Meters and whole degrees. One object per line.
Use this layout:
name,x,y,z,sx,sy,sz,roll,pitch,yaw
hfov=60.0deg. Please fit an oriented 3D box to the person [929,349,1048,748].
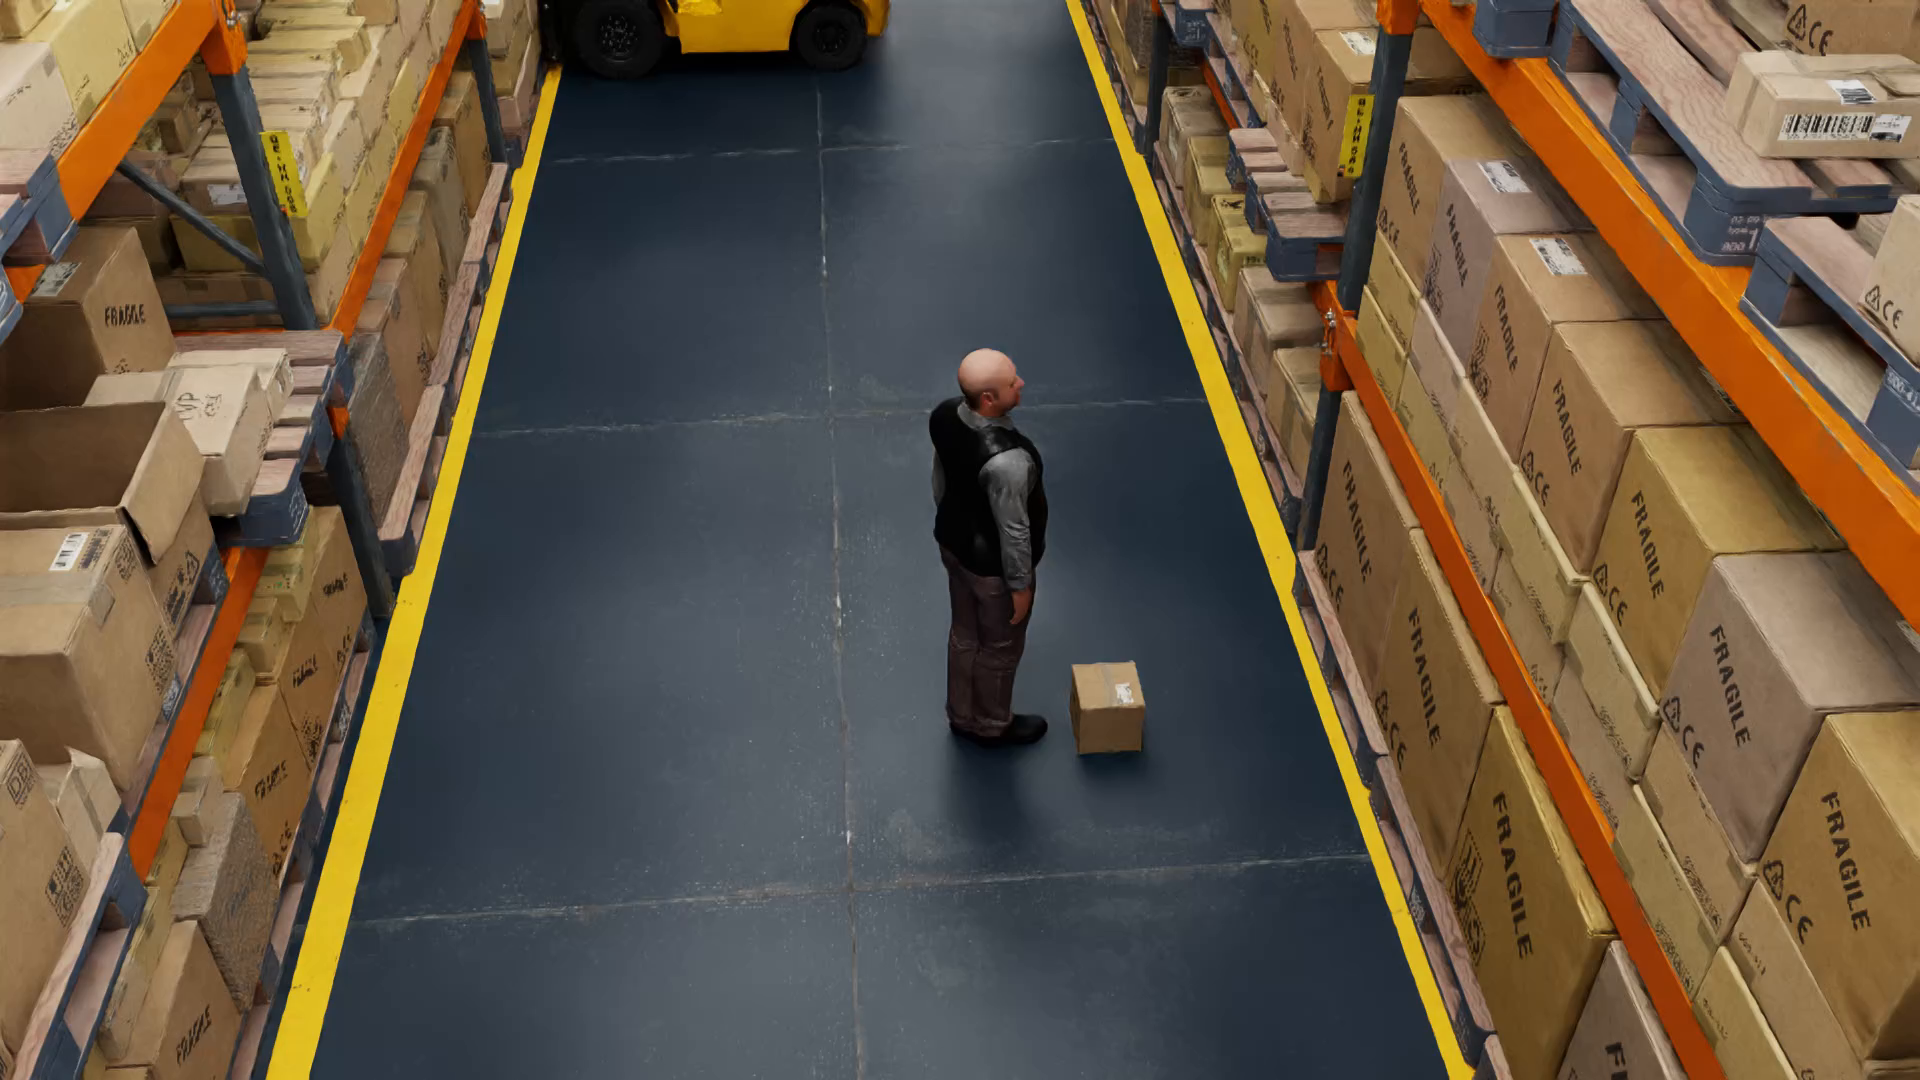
person,0.098,0.032,6.111,0.366,1.727,0.634,-22,44,-24
